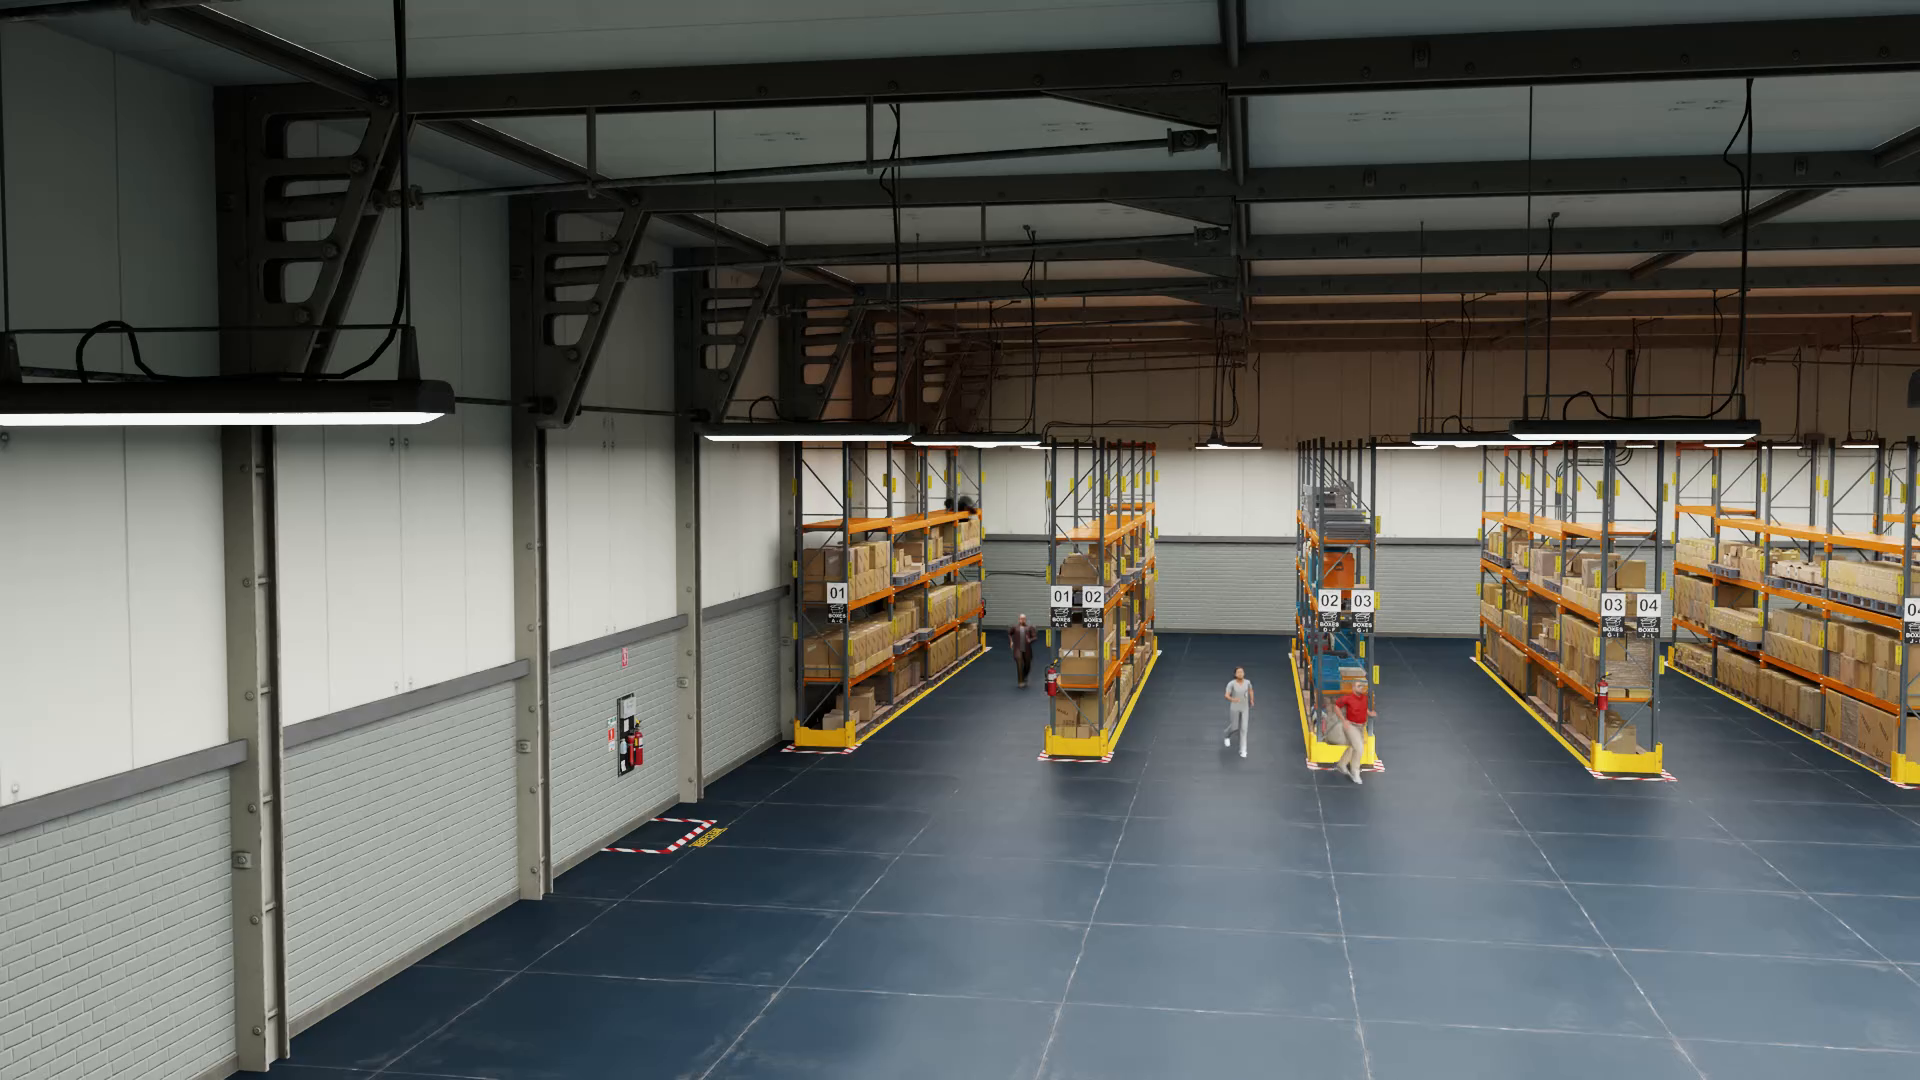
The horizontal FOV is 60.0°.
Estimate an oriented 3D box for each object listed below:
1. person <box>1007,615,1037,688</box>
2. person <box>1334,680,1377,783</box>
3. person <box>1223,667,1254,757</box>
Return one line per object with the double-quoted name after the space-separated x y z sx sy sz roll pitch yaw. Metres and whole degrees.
1.518 2.694 40.567 0.719 1.751 0.975 0 3 -2 "person"
6.887 3.342 29.035 0.640 1.805 0.808 -2 4 -38 "person"
5.296 3.222 31.568 0.582 1.667 0.934 0 3 -6 "person"
